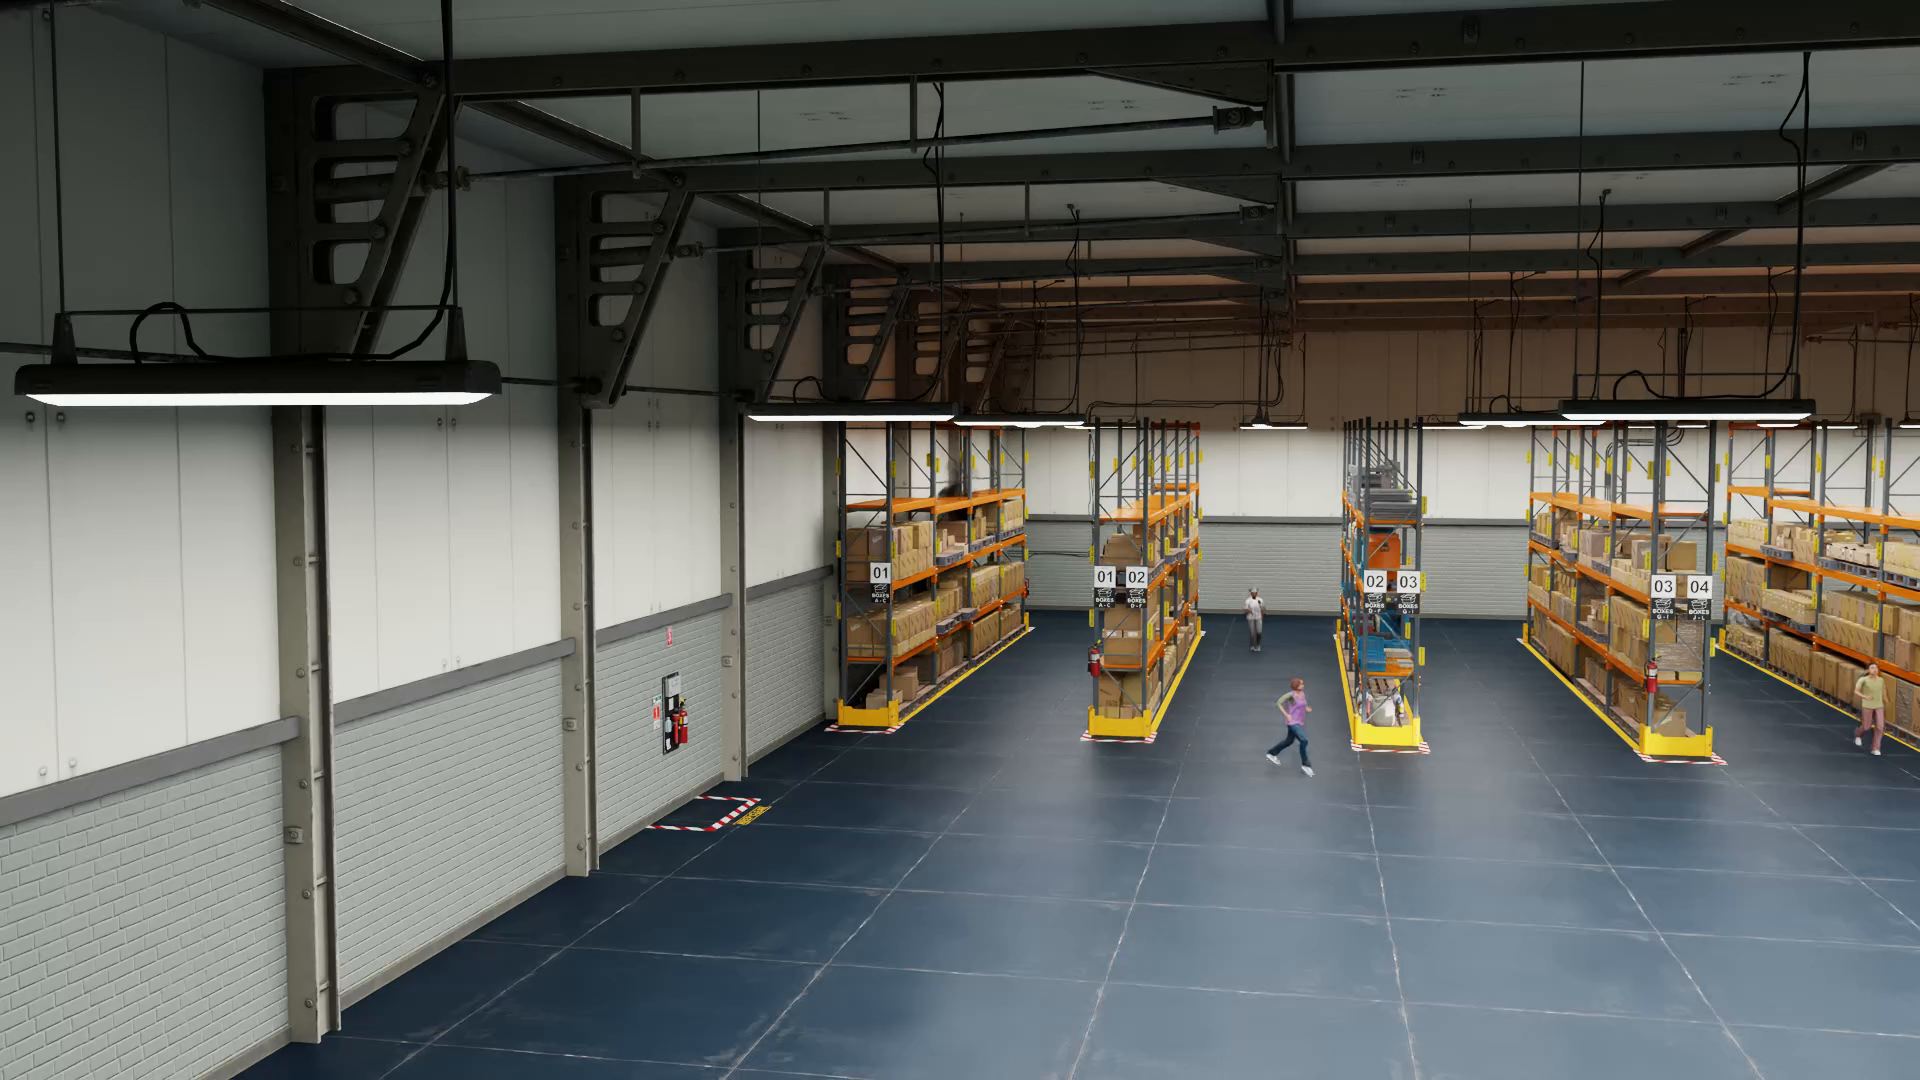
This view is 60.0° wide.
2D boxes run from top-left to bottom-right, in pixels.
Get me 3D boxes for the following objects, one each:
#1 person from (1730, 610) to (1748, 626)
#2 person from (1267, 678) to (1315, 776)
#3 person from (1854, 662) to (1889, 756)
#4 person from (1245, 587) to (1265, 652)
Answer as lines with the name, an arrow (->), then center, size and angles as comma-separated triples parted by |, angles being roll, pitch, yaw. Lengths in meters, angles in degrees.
person -> 21.260, 1.901, 45.325 | 0.807, 1.766, 0.686 | 3, 5, 40
person -> 5.592, 3.118, 27.988 | 0.915, 1.632, 0.506 | 3, 4, 34
person -> 16.238, 2.982, 29.619 | 0.588, 1.632, 0.788 | 0, 4, 5
person -> 7.681, 2.083, 43.288 | 0.548, 1.698, 0.681 | 0, 4, 5
